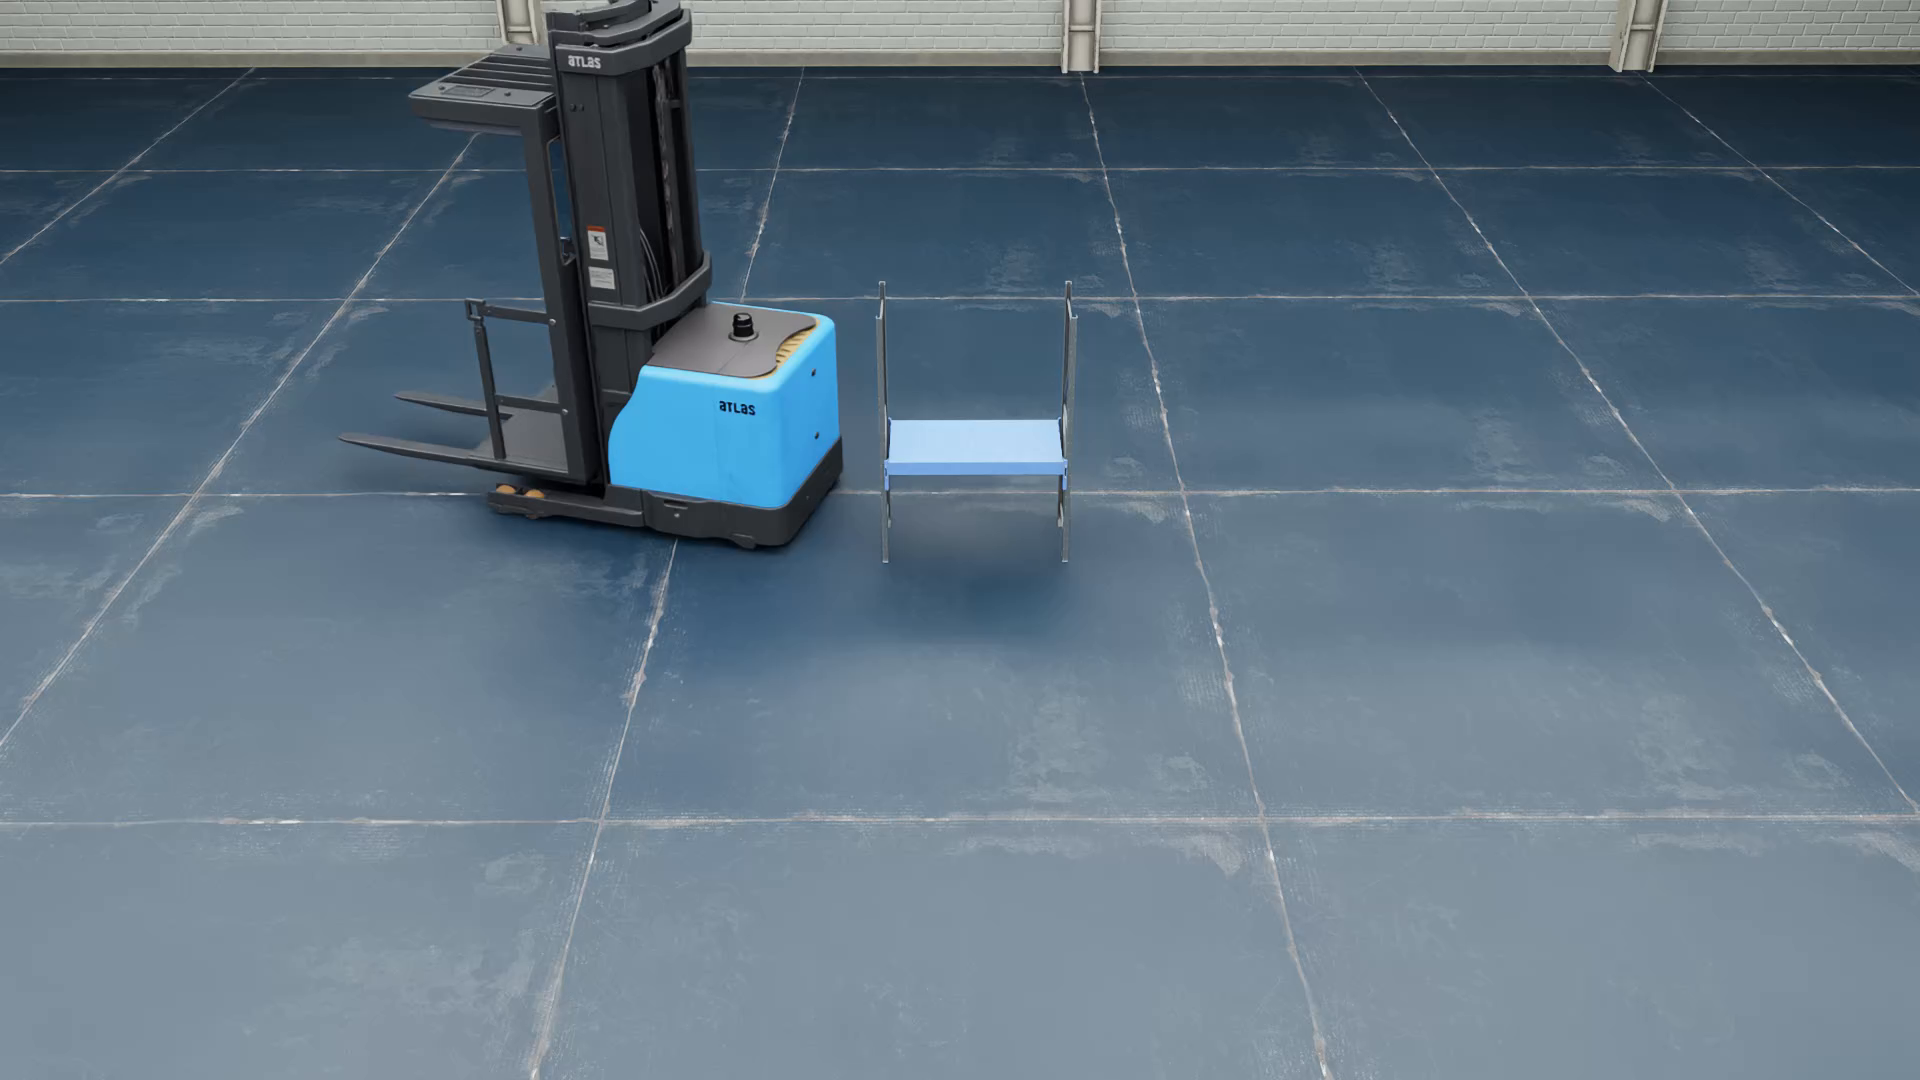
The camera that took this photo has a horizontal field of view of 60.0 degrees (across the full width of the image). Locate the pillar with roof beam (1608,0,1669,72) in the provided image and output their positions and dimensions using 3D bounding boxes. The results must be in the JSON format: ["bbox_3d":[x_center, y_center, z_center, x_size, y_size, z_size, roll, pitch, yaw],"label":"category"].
[{"bbox_3d":[7.326,-6.756,12.099,0.400,9.000,9.100,0,31,0],"label":"pillar with roof beam"}]

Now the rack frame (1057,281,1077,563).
[{"bbox_3d":[0.594,-0.643,9.253,0.032,1.500,0.500,0,31,0],"label":"rack frame"}]

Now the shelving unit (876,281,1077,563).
[{"bbox_3d":[0.085,-0.641,9.251,1.048,1.500,0.538,0,31,0],"label":"shelving unit"}]

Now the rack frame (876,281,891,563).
[{"bbox_3d":[-0.423,-0.640,9.248,0.032,1.500,0.500,0,31,0],"label":"rack frame"}]

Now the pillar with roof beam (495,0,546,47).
[{"bbox_3d":[-4.674,-6.719,12.038,0.400,9.000,9.100,0,31,0],"label":"pillar with roof beam"}]

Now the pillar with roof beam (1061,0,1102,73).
[{"bbox_3d":[1.326,-6.737,12.069,0.400,9.000,9.100,0,31,0],"label":"pillar with roof beam"}]

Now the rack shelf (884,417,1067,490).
[{"bbox_3d":[0.085,-0.488,9.344,1.000,0.185,0.538,0,31,0],"label":"rack shelf"}]

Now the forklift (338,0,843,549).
[{"bbox_3d":[-2.293,-1.631,9.501,3.031,2.935,1.130,9,32,14],"label":"forklift"}]
